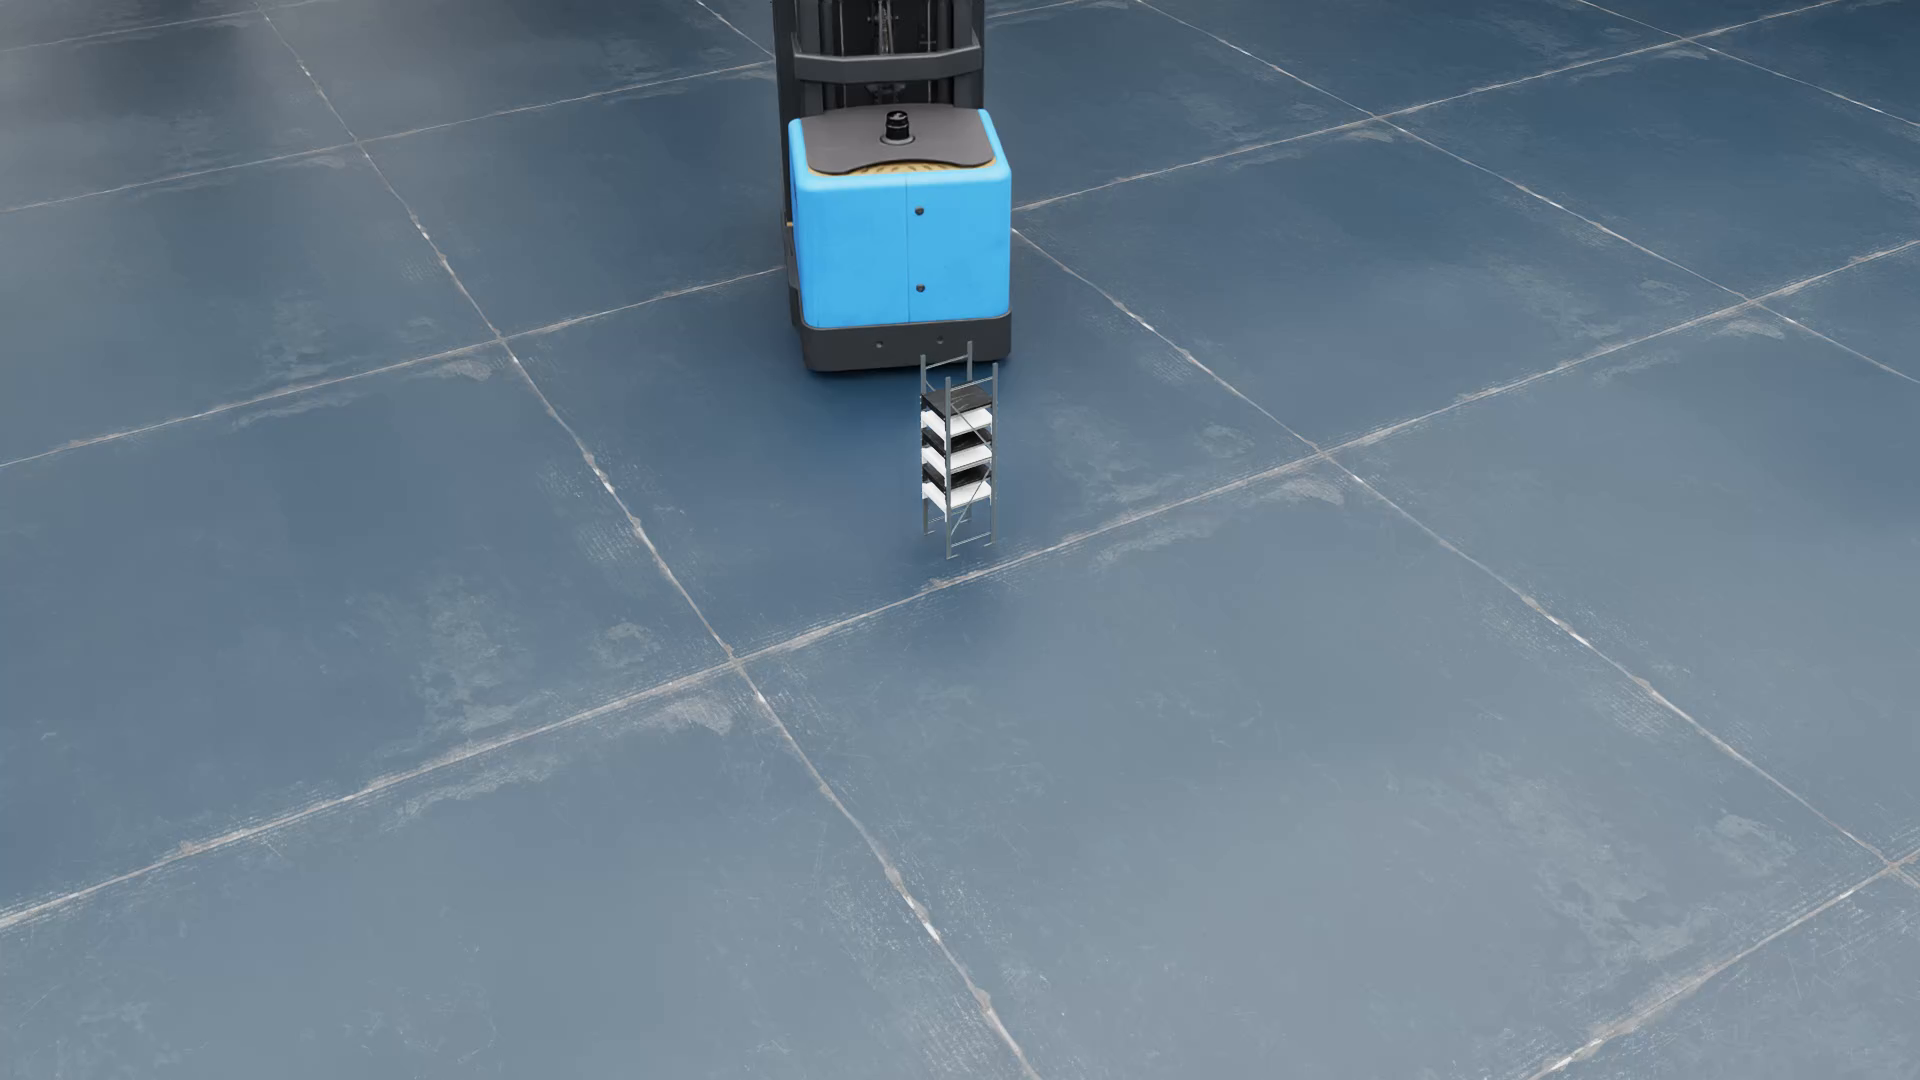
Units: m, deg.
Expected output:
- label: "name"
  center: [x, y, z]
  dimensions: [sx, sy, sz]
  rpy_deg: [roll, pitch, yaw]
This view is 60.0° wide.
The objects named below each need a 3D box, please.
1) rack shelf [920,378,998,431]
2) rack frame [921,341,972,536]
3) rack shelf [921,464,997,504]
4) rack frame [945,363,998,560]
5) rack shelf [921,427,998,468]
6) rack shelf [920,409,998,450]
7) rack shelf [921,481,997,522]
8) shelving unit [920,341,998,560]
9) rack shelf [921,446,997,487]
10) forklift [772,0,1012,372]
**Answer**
- label: "rack shelf"
  center: [-0.004, -0.559, 6.851]
  dimensions: [0.258, 0.077, 0.200]
  rpy_deg: [-19, 40, -24]
- label: "rack frame"
  center: [-0.055, -0.419, 7.061]
  dimensions: [0.240, 0.900, 0.006]
  rpy_deg: [-19, 40, -24]
- label: "rack shelf"
  center: [-0.004, -0.268, 7.063]
  dimensions: [0.258, 0.077, 0.200]
  rpy_deg: [-19, 40, -24]
- label: "rack frame"
  center: [0.047, -0.316, 6.919]
  dimensions: [0.240, 0.900, 0.006]
  rpy_deg: [-19, 40, -24]
- label: "rack shelf"
  center: [-0.004, -0.413, 6.957]
  dimensions: [0.258, 0.077, 0.200]
  rpy_deg: [-19, 40, -24]
- label: "rack shelf"
  center: [-0.004, -0.486, 6.904]
  dimensions: [0.258, 0.077, 0.200]
  rpy_deg: [-19, 40, -24]
- label: "rack shelf"
  center: [-0.004, -0.195, 7.116]
  dimensions: [0.258, 0.077, 0.200]
  rpy_deg: [-19, 40, -24]
- label: "shelving unit"
  center: [-0.004, -0.368, 6.990]
  dimensions: [0.258, 0.900, 0.210]
  rpy_deg: [-19, 40, -24]
- label: "rack shelf"
  center: [-0.004, -0.341, 7.010]
  dimensions: [0.258, 0.077, 0.200]
  rpy_deg: [-19, 40, -24]
- label: "forklift"
  center: [-0.451, -2.882, 8.710]
  dimensions: [1.130, 2.935, 3.031]
  rpy_deg: [-5, 36, -6]
